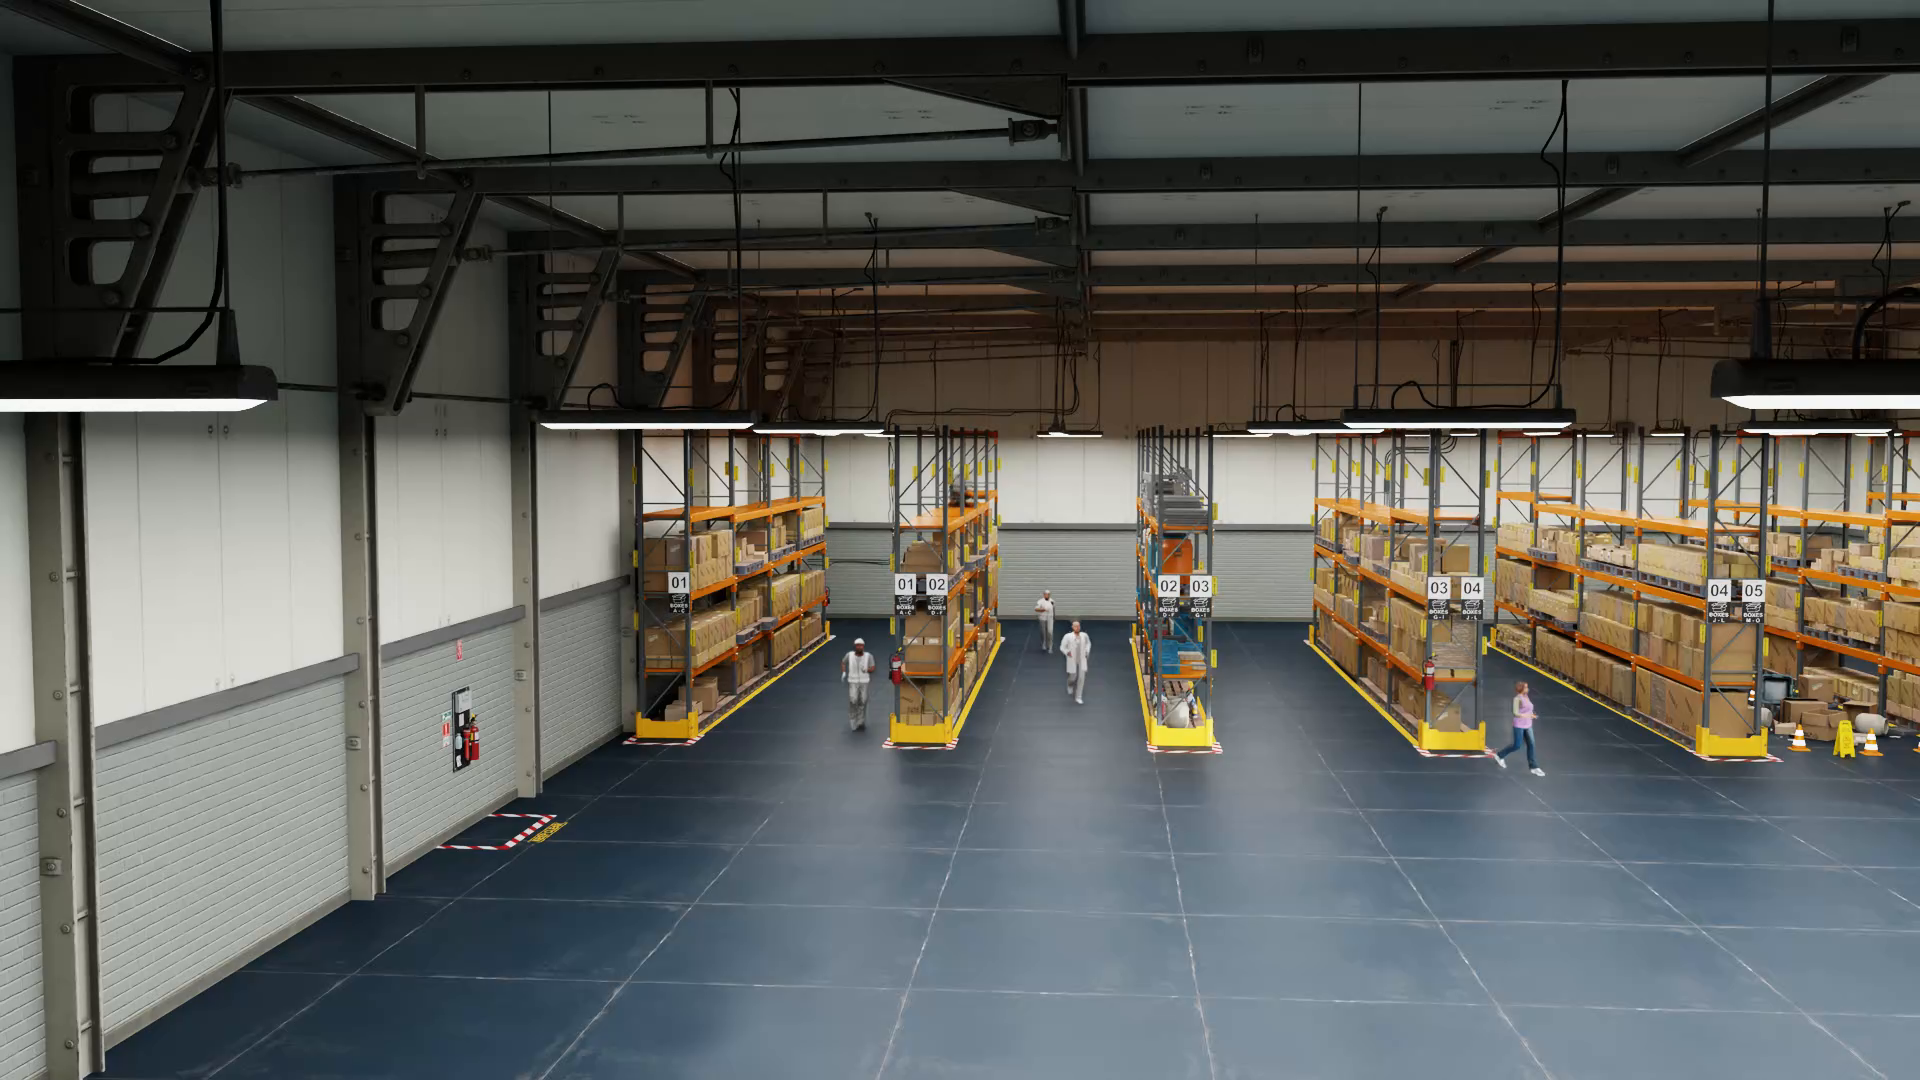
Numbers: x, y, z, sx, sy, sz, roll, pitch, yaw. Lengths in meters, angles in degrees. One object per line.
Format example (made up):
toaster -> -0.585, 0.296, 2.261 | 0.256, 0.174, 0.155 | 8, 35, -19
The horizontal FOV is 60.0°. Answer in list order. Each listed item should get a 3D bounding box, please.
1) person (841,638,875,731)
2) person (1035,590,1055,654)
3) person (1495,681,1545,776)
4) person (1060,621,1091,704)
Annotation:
person -> -2.008, 2.856, 32.906 | 0.656, 1.824, 0.744 | 0, 3, -8
person -> 2.302, 2.200, 44.965 | 0.581, 1.718, 0.820 | 0, 3, -6
person -> 9.589, 3.195, 28.416 | 0.546, 1.587, 0.899 | -3, 5, -42
person -> 2.546, 2.659, 36.362 | 0.711, 1.764, 0.923 | -1, 3, -9
